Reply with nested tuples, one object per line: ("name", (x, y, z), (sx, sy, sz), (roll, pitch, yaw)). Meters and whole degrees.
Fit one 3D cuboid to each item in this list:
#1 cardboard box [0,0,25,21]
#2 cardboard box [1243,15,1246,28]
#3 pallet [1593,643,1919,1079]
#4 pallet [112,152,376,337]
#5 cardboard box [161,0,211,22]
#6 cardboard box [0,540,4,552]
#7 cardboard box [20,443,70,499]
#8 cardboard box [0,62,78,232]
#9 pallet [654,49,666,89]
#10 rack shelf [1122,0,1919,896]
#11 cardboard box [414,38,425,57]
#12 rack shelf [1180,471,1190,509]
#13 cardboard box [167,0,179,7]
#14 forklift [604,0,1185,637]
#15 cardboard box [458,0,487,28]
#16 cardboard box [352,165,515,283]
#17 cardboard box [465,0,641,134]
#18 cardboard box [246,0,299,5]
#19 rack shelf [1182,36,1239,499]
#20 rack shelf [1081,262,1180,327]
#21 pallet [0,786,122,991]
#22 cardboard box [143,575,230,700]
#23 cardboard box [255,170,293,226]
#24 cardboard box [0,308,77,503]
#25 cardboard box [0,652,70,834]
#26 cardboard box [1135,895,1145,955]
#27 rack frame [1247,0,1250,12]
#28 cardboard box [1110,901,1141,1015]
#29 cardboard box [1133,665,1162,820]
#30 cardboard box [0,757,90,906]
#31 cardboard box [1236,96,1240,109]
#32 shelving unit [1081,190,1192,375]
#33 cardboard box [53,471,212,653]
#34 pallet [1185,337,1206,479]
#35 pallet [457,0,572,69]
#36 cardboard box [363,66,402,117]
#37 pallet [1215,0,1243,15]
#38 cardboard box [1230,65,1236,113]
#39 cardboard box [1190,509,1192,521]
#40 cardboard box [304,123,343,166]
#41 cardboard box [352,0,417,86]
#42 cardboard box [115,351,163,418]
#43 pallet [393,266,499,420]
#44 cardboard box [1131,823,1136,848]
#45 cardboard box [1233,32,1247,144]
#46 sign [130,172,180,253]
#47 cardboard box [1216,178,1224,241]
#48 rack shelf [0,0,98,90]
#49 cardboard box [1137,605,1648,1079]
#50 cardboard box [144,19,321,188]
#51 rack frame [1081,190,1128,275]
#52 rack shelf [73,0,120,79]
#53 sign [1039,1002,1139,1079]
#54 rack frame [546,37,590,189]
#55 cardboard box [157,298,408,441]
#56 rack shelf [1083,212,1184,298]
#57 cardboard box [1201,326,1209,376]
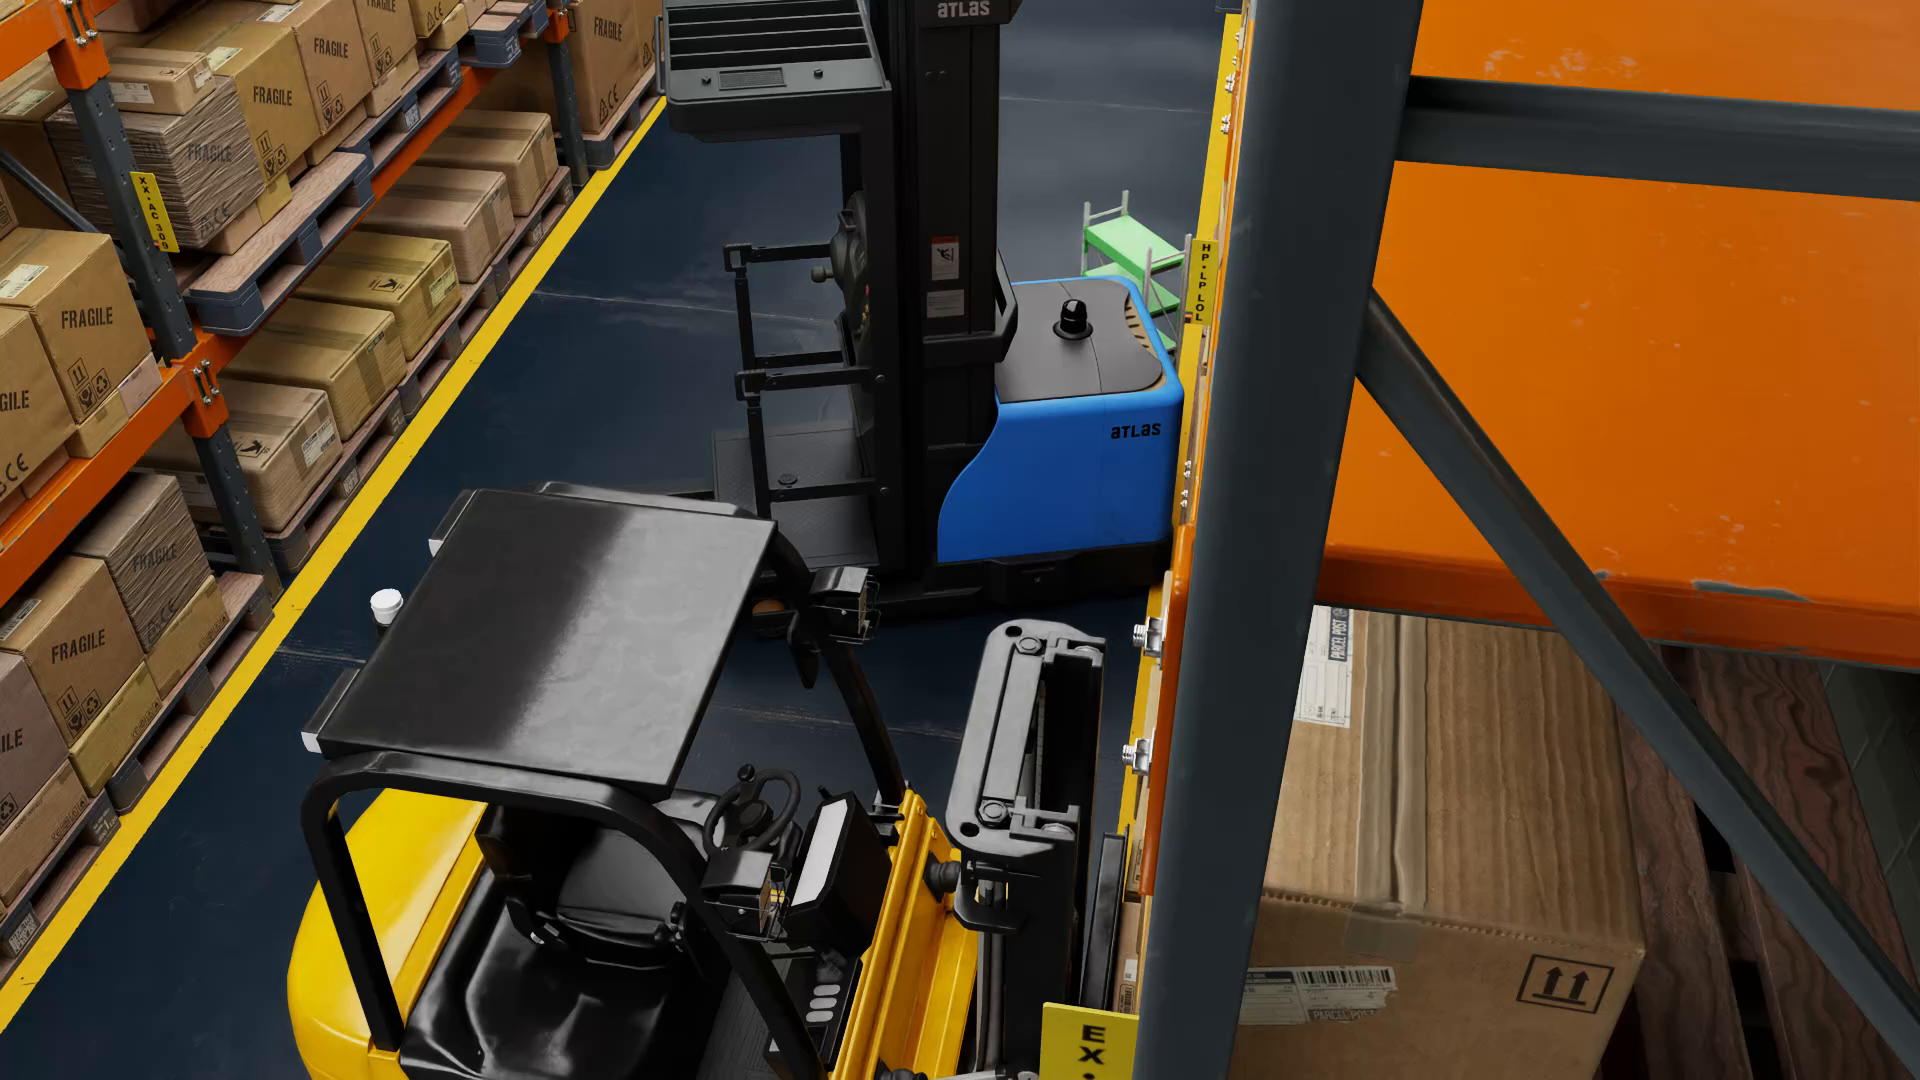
("cardboard box", (-3.289, -1.767, 5.377), (0.380, 0.149, 0.250), (7, 40, 8))
("cardboard box", (1.641, -2.475, 8.114), (0.500, 0.250, 0.500), (8, 40, 9))
("pallet", (0.810, 0.552, 2.443), (1.003, 0.211, 1.213), (6, 40, 8))
("pallet", (-3.260, -1.330, 7.155), (1.003, 0.211, 1.213), (6, 40, 8))
("cardboard box", (-3.502, -2.205, 7.421), (0.500, 0.500, 0.500), (8, 40, 9))
("cardboard box", (-3.463, 0.030, 5.557), (0.380, 0.149, 0.250), (6, 40, 7))
("cardboard box", (-3.449, -0.295, 5.950), (0.380, 0.149, 0.250), (7, 40, 8))
("cardboard box", (-3.681, -1.570, 6.654), (0.500, 0.500, 0.500), (6, 40, 7))
("pallet", (-2.419, -3.625, 11.969), (1.003, 0.211, 1.213), (6, 40, 8))
("rack shelf", (1.008, -1.021, 2.801), (1.077, 0.370, 4.000), (6, 40, 8))
("cardboard box", (-2.896, -2.469, 8.250), (0.380, 0.149, 0.250), (7, 40, 8))
("rack shelf", (1.008, 1.137, 4.585), (1.077, 0.370, 4.000), (6, 40, 8))
("cardboard box", (-3.547, -2.428, 7.182), (0.380, 0.149, 0.250), (5, 40, 6))
("forklift", (-0.620, -1.069, 6.743), (3.031, 2.935, 1.130), (-6, 40, -7))
("cardboard box", (-2.694, -2.787, 8.635), (0.380, 0.149, 0.250), (5, 40, 6))
("cardboard box", (-3.070, -1.782, 9.284), (0.950, 0.372, 0.625), (6, 40, 7))
("cardboard box", (-2.642, -3.218, 10.626), (0.875, 0.875, 0.875), (6, 40, 7))
("cardboard box", (-3.019, -2.454, 7.214), (0.380, 0.149, 0.250), (9, 40, 10))
("rack shelf", (1.700, -1.373, 7.621), (1.077, 0.370, 4.000), (6, 40, 8))
("rack shelf", (0.817, -1.152, 7.925), (0.258, 0.148, 0.480), (-21, 44, -24))
("pallet", (-3.825, 1.328, 5.978), (1.003, 0.211, 1.213), (6, 40, 8))
("cardboard box", (-3.373, 0.359, 6.791), (0.500, 0.250, 0.500), (8, 40, 10))
("cardboard box", (-3.077, -1.473, 7.045), (0.380, 0.149, 0.250), (7, 40, 9))
("cardboard box", (-3.450, -0.463, 5.644), (0.500, 0.500, 0.500), (8, 40, 9))
("cardboard box", (-3.547, 0.710, 5.778), (0.500, 0.500, 0.500), (8, 40, 10))
("cardboard box", (0.752, 0.776, 4.379), (0.500, 0.500, 0.500), (7, 40, 8))
("rack frame", (1.354, -2.707, 3.962), (1.000, 3.000, 0.127), (6, 40, 8))
("cardboard box", (0.690, 1.348, 4.809), (0.500, 0.250, 0.500), (6, 40, 7))
("cardboard box", (0.863, 0.706, 5.585), (0.500, 0.250, 0.500), (6, 40, 8))
("cardboard box", (-3.548, 1.012, 6.000), (0.500, 0.250, 0.500), (7, 40, 8))
("cardboard box", (0.798, -0.802, 3.709), (0.396, 0.266, 0.258), (6, 40, 7))
("shelving unit", (0.817, -1.016, 8.037), (0.258, 1.200, 0.503), (-21, 44, -24))
("cardboard box", (-3.373, 0.070, 6.551), (0.500, 0.500, 0.500), (6, 40, 7))
("pallet", (1.652, -0.555, 8.255), (1.003, 0.211, 1.213), (6, 40, 8))
("pallet", (-2.861, -2.917, 9.075), (1.213, 0.211, 1.003), (6, 40, 8))
("cardboard box", (-2.875, -2.132, 7.842), (0.380, 0.149, 0.250), (8, 40, 9))
("pallet", (2.095, -3.265, 9.495), (1.213, 0.211, 1.003), (6, 40, 8))
("cardboard box", (1.356, -1.902, 7.109), (0.380, 0.149, 0.250), (5, 40, 6))
("cardboard box", (0.863, -0.037, 4.853), (0.380, 0.149, 0.250), (7, 40, 9))
("cardboard box", (-3.017, -1.816, 7.460), (0.380, 0.149, 0.250), (7, 40, 8))
("cardboard box", (-2.908, -2.464, 7.735), (0.500, 0.500, 0.500), (5, 40, 6))
("cardboard box", (-3.291, -0.608, 6.328), (0.380, 0.149, 0.250), (6, 40, 7))
("pallet", (-3.193, -1.122, 8.941), (1.003, 0.211, 1.213), (6, 40, 8))
("cardboard box", (0.783, 1.210, 5.368), (0.500, 0.250, 0.500), (6, 40, 7))
("cardboard box", (0.970, -1.222, 4.182), (0.500, 0.311, 0.500), (7, 40, 9))
("sign", (-3.000, -1.219, 6.190), (0.100, 0.325, 0.005), (6, 40, 8))
("cardboard box", (1.269, -1.190, 6.560), (0.500, 0.250, 0.500), (5, 40, 7))
("rack shelf", (-3.881, -0.564, 4.288), (1.077, 0.370, 4.000), (6, 40, 8))
("cardboard box", (0.499, 0.416, 2.053), (0.500, 0.500, 0.500), (8, 40, 9))
("cardboard box", (-3.086, -1.832, 6.970), (0.500, 0.500, 0.500), (7, 40, 8))
("rack frame", (0.690, -1.149, 8.198), (0.240, 1.200, 0.015), (-21, 44, -24))
("rack shelf", (-3.189, -3.074, 7.324), (1.077, 0.370, 4.000), (6, 40, 8))
("sign", (0.130, 0.580, 1.708), (0.100, 0.325, 0.005), (6, 40, 8))
("rack frame", (-2.843, -3.450, 9.569), (1.000, 3.000, 0.127), (6, 40, 8))
("cardboard box", (-3.326, -0.870, 8.181), (0.950, 0.372, 0.625), (9, 40, 10))
("rack shelf", (0.817, -1.337, 7.772), (0.258, 0.148, 0.480), (-21, 44, -24))
("cardboard box", (1.184, -0.682, 6.339), (0.500, 0.250, 0.500), (7, 40, 9))
